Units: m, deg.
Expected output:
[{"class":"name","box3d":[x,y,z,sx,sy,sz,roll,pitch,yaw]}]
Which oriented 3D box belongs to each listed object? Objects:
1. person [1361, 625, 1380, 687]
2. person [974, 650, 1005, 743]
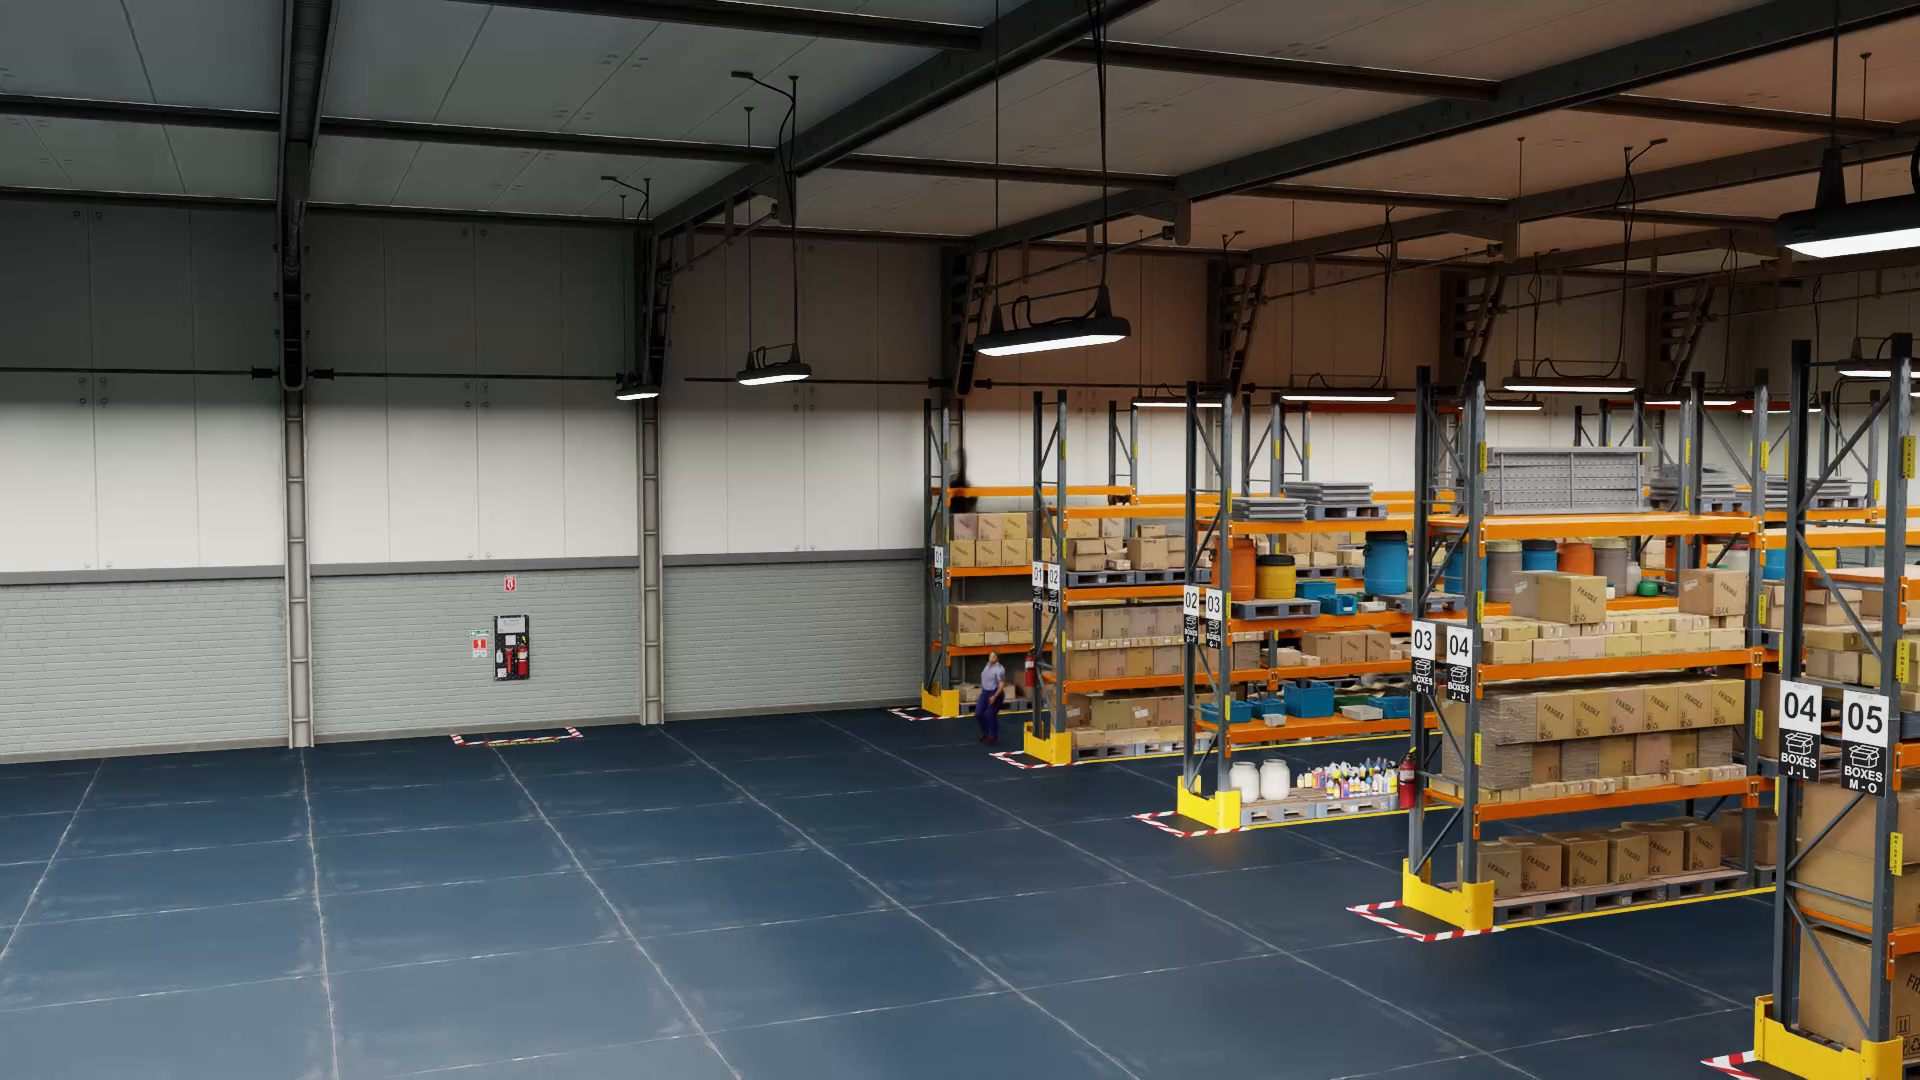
[{"class":"person","box3d":[8.010,2.403,32.277,0.633,1.728,0.653,-1,4,-22]},{"class":"person","box3d":[0.515,2.677,28.396,0.692,1.646,0.462,3,5,44]}]
